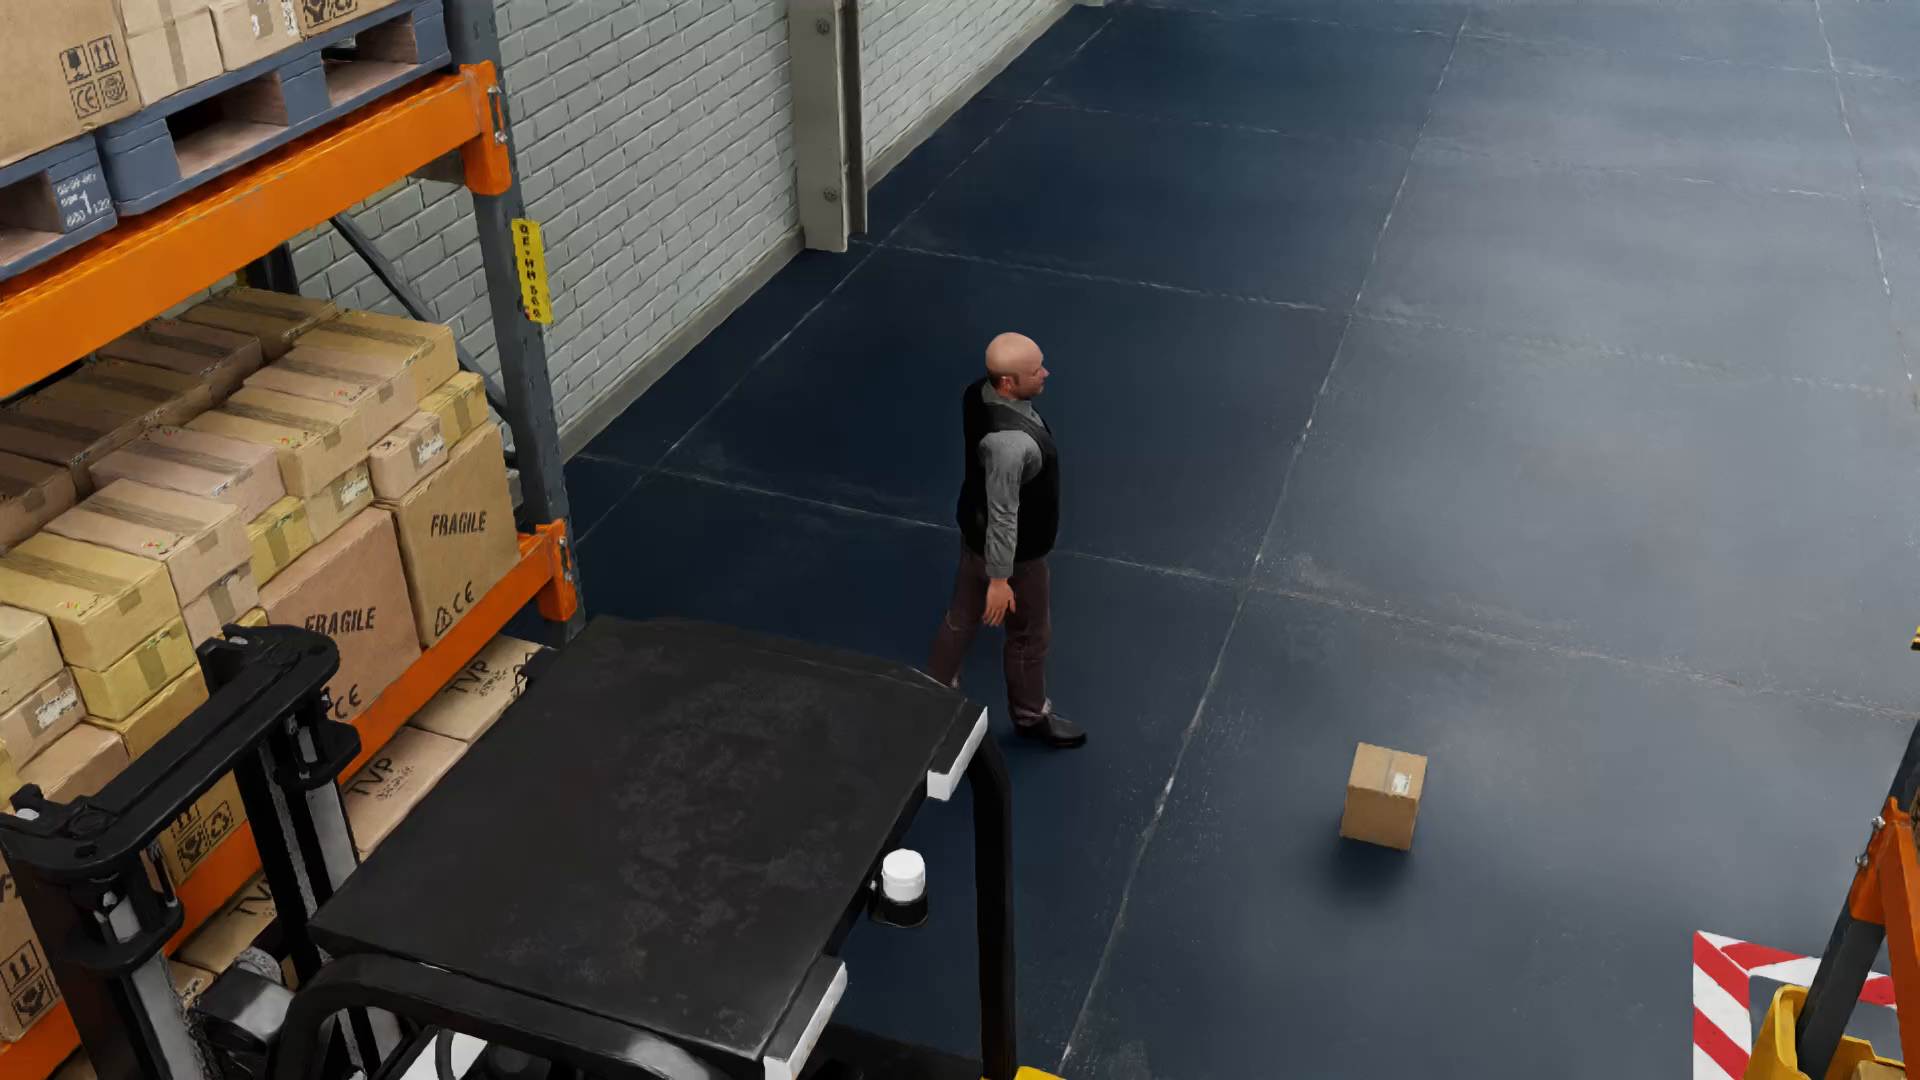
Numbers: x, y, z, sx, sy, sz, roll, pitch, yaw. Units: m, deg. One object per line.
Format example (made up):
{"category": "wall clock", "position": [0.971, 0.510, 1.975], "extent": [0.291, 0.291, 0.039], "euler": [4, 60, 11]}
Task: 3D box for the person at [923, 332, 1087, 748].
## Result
{"category": "person", "position": [0.158, 0.012, 6.145], "extent": [0.619, 1.720, 0.649], "euler": [-7, 34, -11]}
